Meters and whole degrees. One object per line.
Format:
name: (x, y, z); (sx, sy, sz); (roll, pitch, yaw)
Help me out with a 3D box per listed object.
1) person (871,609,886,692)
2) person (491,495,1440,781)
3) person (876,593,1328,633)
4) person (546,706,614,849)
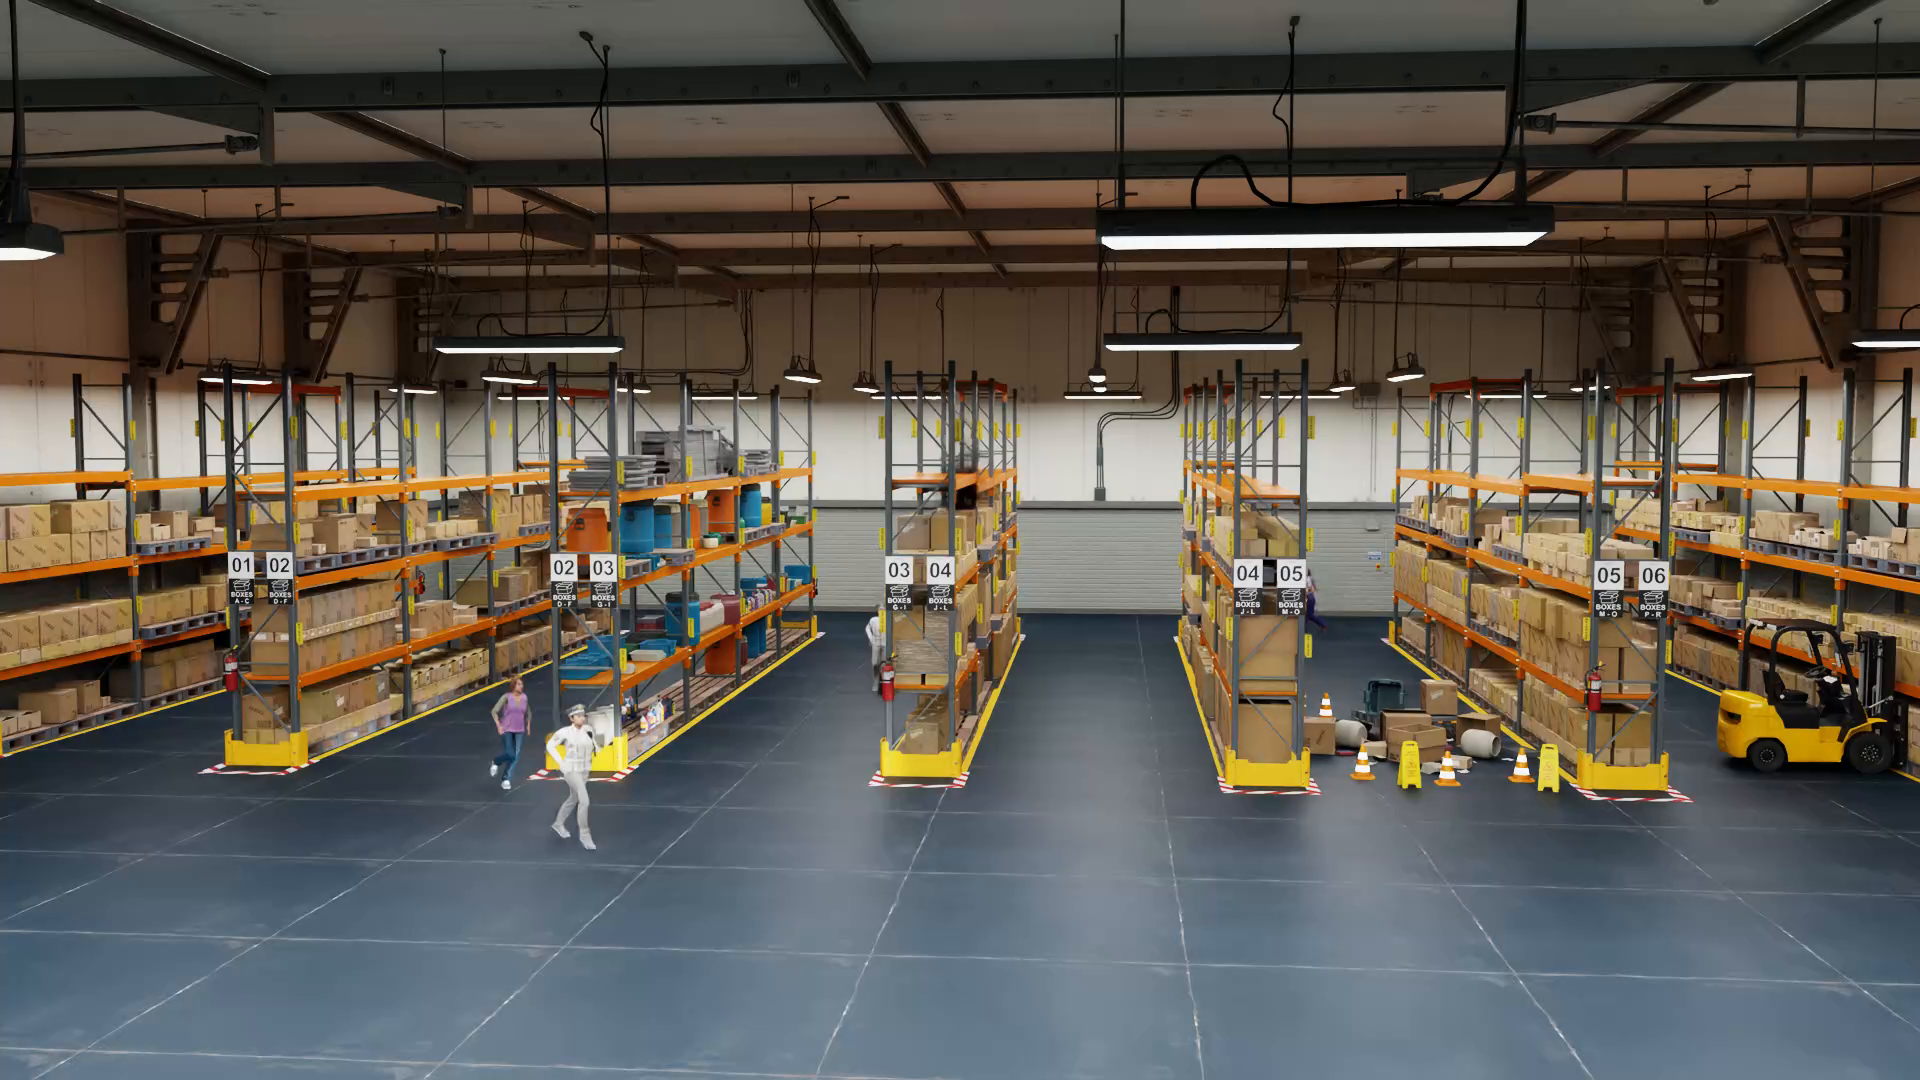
person: (-1.522, 2.085, 32.003); (0.354, 1.690, 0.621); (0, 4, 0)
person: (0.965, 1.114, 31.555); (22.260, 3.481, 4.526); (-3, 5, -40)
person: (3.665, 1.778, 36.264); (8.588, 1.719, 10.872); (1, 4, 12)
person: (-5.023, 2.782, 22.924); (4.390, 1.506, 4.808); (2, 4, 33)
